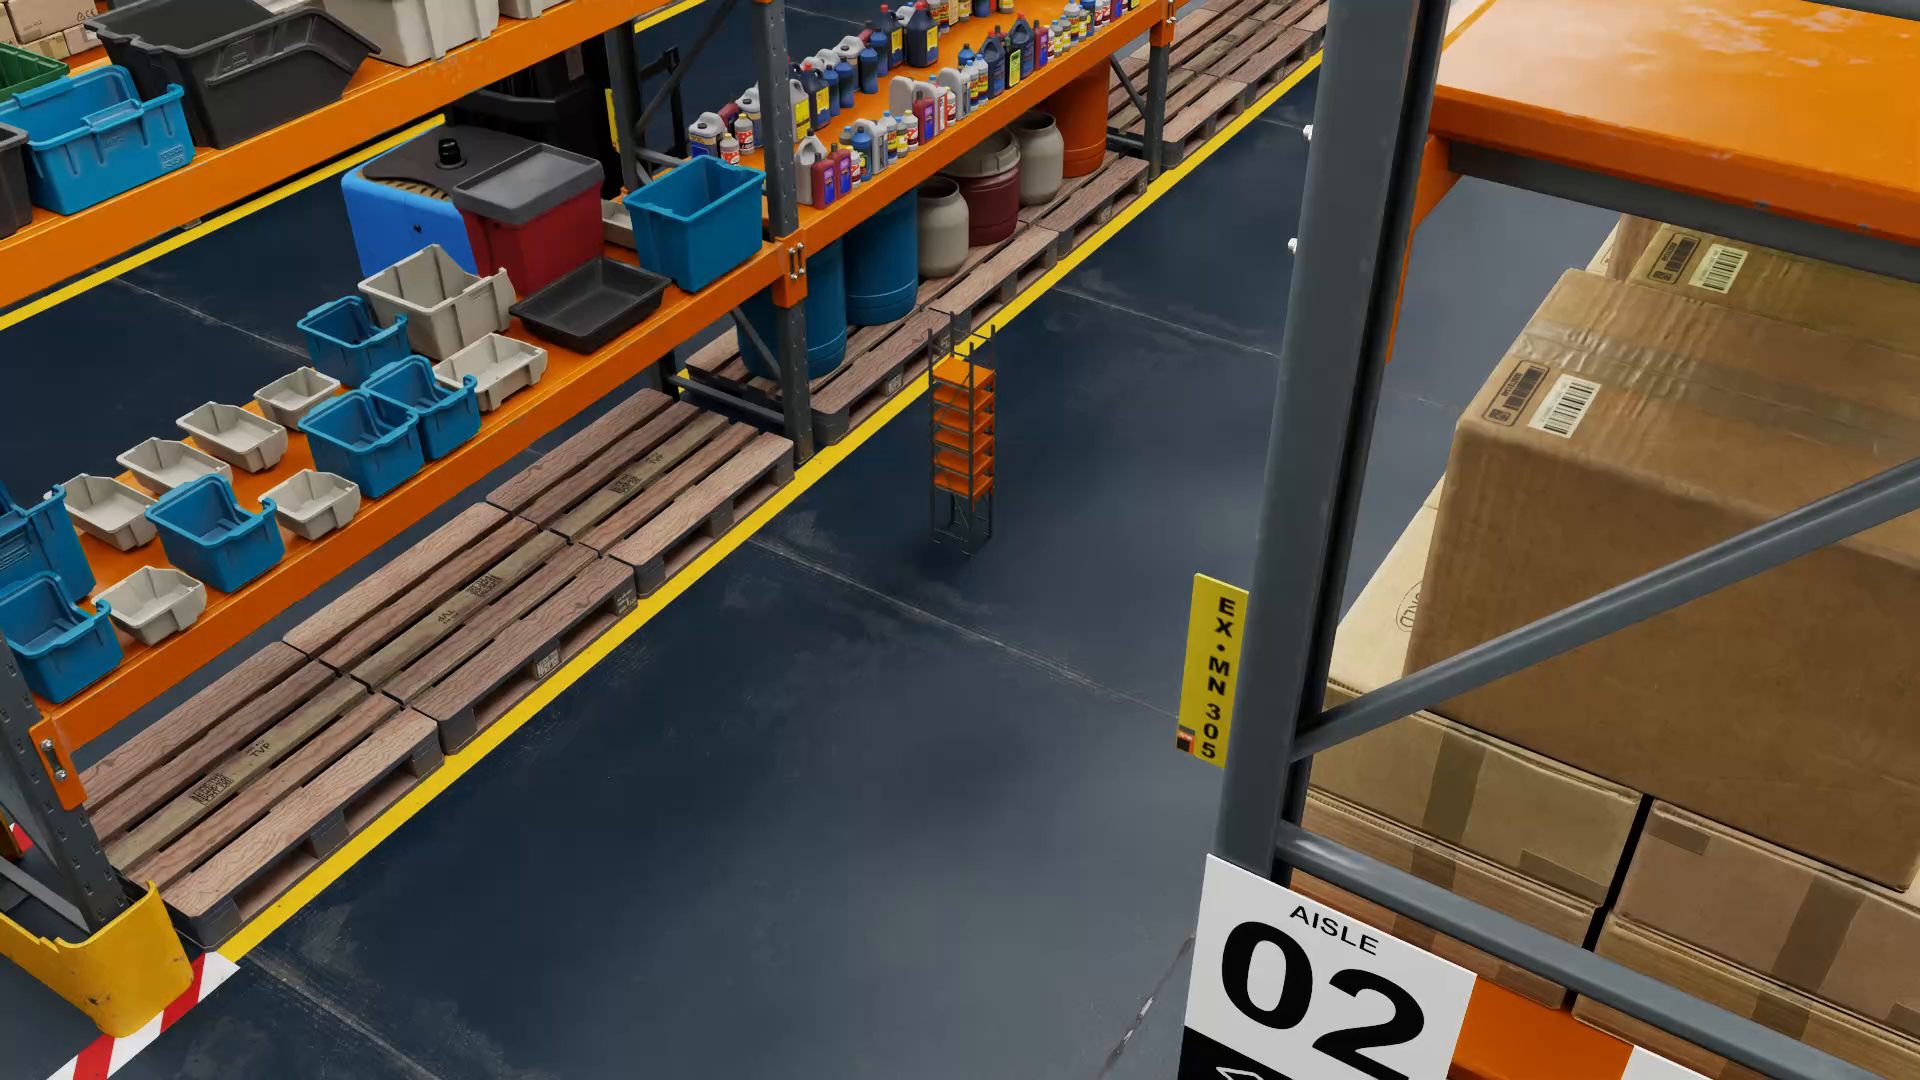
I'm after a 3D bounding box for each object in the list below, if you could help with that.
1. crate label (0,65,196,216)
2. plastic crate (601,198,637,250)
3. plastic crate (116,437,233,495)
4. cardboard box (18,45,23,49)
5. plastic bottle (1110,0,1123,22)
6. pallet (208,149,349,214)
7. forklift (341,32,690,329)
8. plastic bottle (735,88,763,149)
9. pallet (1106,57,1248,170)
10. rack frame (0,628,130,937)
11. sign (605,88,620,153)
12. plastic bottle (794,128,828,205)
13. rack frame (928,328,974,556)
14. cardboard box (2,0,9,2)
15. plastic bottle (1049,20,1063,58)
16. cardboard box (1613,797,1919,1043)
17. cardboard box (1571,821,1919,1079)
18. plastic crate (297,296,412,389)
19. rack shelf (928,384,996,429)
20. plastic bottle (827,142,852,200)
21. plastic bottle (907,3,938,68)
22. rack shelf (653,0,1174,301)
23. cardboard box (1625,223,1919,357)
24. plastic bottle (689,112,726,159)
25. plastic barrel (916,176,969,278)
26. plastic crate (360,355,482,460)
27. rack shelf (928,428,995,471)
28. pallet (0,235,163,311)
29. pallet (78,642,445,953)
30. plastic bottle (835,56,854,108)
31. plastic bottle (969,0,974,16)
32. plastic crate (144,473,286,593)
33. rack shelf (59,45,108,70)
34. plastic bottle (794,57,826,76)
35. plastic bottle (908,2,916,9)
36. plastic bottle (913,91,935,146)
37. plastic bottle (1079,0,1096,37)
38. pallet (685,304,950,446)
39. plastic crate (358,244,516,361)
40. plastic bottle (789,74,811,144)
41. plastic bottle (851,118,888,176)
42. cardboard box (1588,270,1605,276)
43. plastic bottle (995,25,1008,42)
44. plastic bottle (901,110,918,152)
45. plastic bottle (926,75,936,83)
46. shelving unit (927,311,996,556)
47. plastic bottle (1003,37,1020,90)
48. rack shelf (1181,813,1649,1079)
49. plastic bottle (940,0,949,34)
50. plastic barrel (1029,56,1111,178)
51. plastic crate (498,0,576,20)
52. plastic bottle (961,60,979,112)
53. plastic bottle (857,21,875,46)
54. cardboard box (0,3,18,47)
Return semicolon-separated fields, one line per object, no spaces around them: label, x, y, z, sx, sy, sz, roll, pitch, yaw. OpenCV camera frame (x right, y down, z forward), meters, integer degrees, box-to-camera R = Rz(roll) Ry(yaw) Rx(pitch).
crate label;-2.598;-1.201;4.956;0.408;0.251;0.502;21;42;25
plastic crate;-1.592;-1.490;7.833;0.396;0.136;0.243;21;42;25
plastic crate;-2.914;-0.246;6.218;0.396;0.136;0.243;21;42;25
cardboard box;-5.566;-2.755;9.513;0.380;0.149;0.250;20;42;24
plastic bottle;0.941;-3.313;10.126;0.061;0.283;0.133;21;42;25
pallet;-5.055;-2.702;11.522;1.003;0.211;1.213;21;42;25
forklift;-2.245;-2.938;9.599;1.130;2.935;3.031;18;41;22
plastic bottle;-1.088;-2.212;8.704;0.152;0.276;0.135;21;42;25
pallet;1.369;-3.108;12.049;1.003;0.211;1.213;21;42;25
rack frame;-3.365;0.298;5.346;1.000;3.000;0.127;21;42;25
sign;-1.686;-2.055;8.171;0.100;0.325;0.005;21;42;25
plastic bottle;-0.738;-1.841;8.161;0.144;0.351;0.185;21;42;25
rack frame;-0.041;-0.435;7.772;0.240;1.200;0.006;21;42;25
cardboard box;-5.425;-3.415;9.428;0.500;0.500;0.500;22;43;26
plastic bottle;0.551;-2.926;9.691;0.097;0.201;0.097;0;38;0
cardboard box;1.310;0.414;2.452;0.500;0.250;0.500;21;42;25
cardboard box;1.305;0.610;2.607;0.500;0.250;0.500;21;42;25
plastic crate;-2.481;-0.802;6.861;0.416;0.233;0.300;21;42;25
rack shelf;0.008;-0.638;7.713;0.258;0.103;0.180;21;42;25
plastic bottle;-0.594;-1.836;8.210;0.061;0.283;0.133;21;42;25
plastic bottle;-0.215;-2.913;9.552;0.144;0.351;0.185;21;42;25
rack shelf;-0.151;-2.510;9.578;1.077;0.370;4.000;21;42;25
cardboard box;1.416;-0.204;2.639;0.700;0.500;0.500;21;42;25
plastic bottle;-1.284;-2.024;8.460;0.152;0.276;0.135;21;42;25
plastic barrel;-0.159;-1.847;9.822;0.421;0.512;0.421;0;38;0
plastic crate;-2.089;-0.513;6.485;0.416;0.233;0.300;21;42;25
rack shelf;0.008;-0.447;7.860;0.258;0.103;0.180;21;42;25
pallet;-5.878;-1.913;10.499;1.003;0.211;1.213;21;42;25
pallet;-2.891;0.990;6.732;1.003;0.211;1.213;21;42;25
plastic bottle;-0.631;-2.509;9.092;0.097;0.271;0.097;0;38;0
plastic bottle;0.058;-3.370;10.200;0.061;0.283;0.133;21;42;25
plastic crate;-2.602;-0.018;5.845;0.416;0.233;0.300;21;42;25
rack shelf;-6.476;-2.068;9.005;1.077;0.370;4.000;21;42;25
plastic bottle;-0.818;-2.472;9.041;0.152;0.276;0.135;21;42;25
plastic bottle;-0.288;-3.012;9.745;0.097;0.271;0.097;0;38;0
plastic bottle;-0.190;-2.225;8.715;0.061;0.283;0.133;21;42;25
plastic bottle;0.759;-3.154;9.930;0.097;0.271;0.097;0;38;0
pallet;-0.774;-1.044;9.371;1.003;0.211;1.213;21;42;25
plastic crate;-2.196;-1.014;7.096;0.437;0.282;0.530;21;42;25
plastic bottle;-0.884;-2.278;8.728;0.144;0.351;0.185;21;42;25
plastic bottle;-0.456;-2.018;8.451;0.152;0.276;0.135;21;42;25
cardboard box;1.414;-0.269;3.338;0.500;0.250;0.500;21;42;25
plastic bottle;0.231;-2.795;9.453;0.061;0.283;0.133;21;42;25
plastic bottle;-0.267;-2.139;8.670;0.097;0.201;0.097;0;38;0
plastic bottle;-0.147;-2.428;9.044;0.097;0.201;0.097;0;38;0
shelving unit;0.008;-0.483;7.833;0.258;1.200;0.189;21;42;25
plastic bottle;0.281;-2.679;9.303;0.061;0.283;0.133;21;42;25
rack shelf;1.887;-0.014;3.883;1.077;0.370;4.000;21;42;25
plastic bottle;-0.112;-3.181;9.964;0.097;0.271;0.097;0;38;0
plastic barrel;0.673;-2.875;10.896;0.600;0.830;0.708;21;42;25
plastic crate;-1.582;-2.067;6.174;0.293;0.136;0.466;21;42;25
plastic bottle;0.053;-2.475;9.048;0.097;0.271;0.097;0;38;0
plastic bottle;-0.536;-2.798;9.458;0.061;0.283;0.133;21;42;25
cardboard box;-5.694;-2.862;9.324;0.500;0.250;0.500;22;43;26
